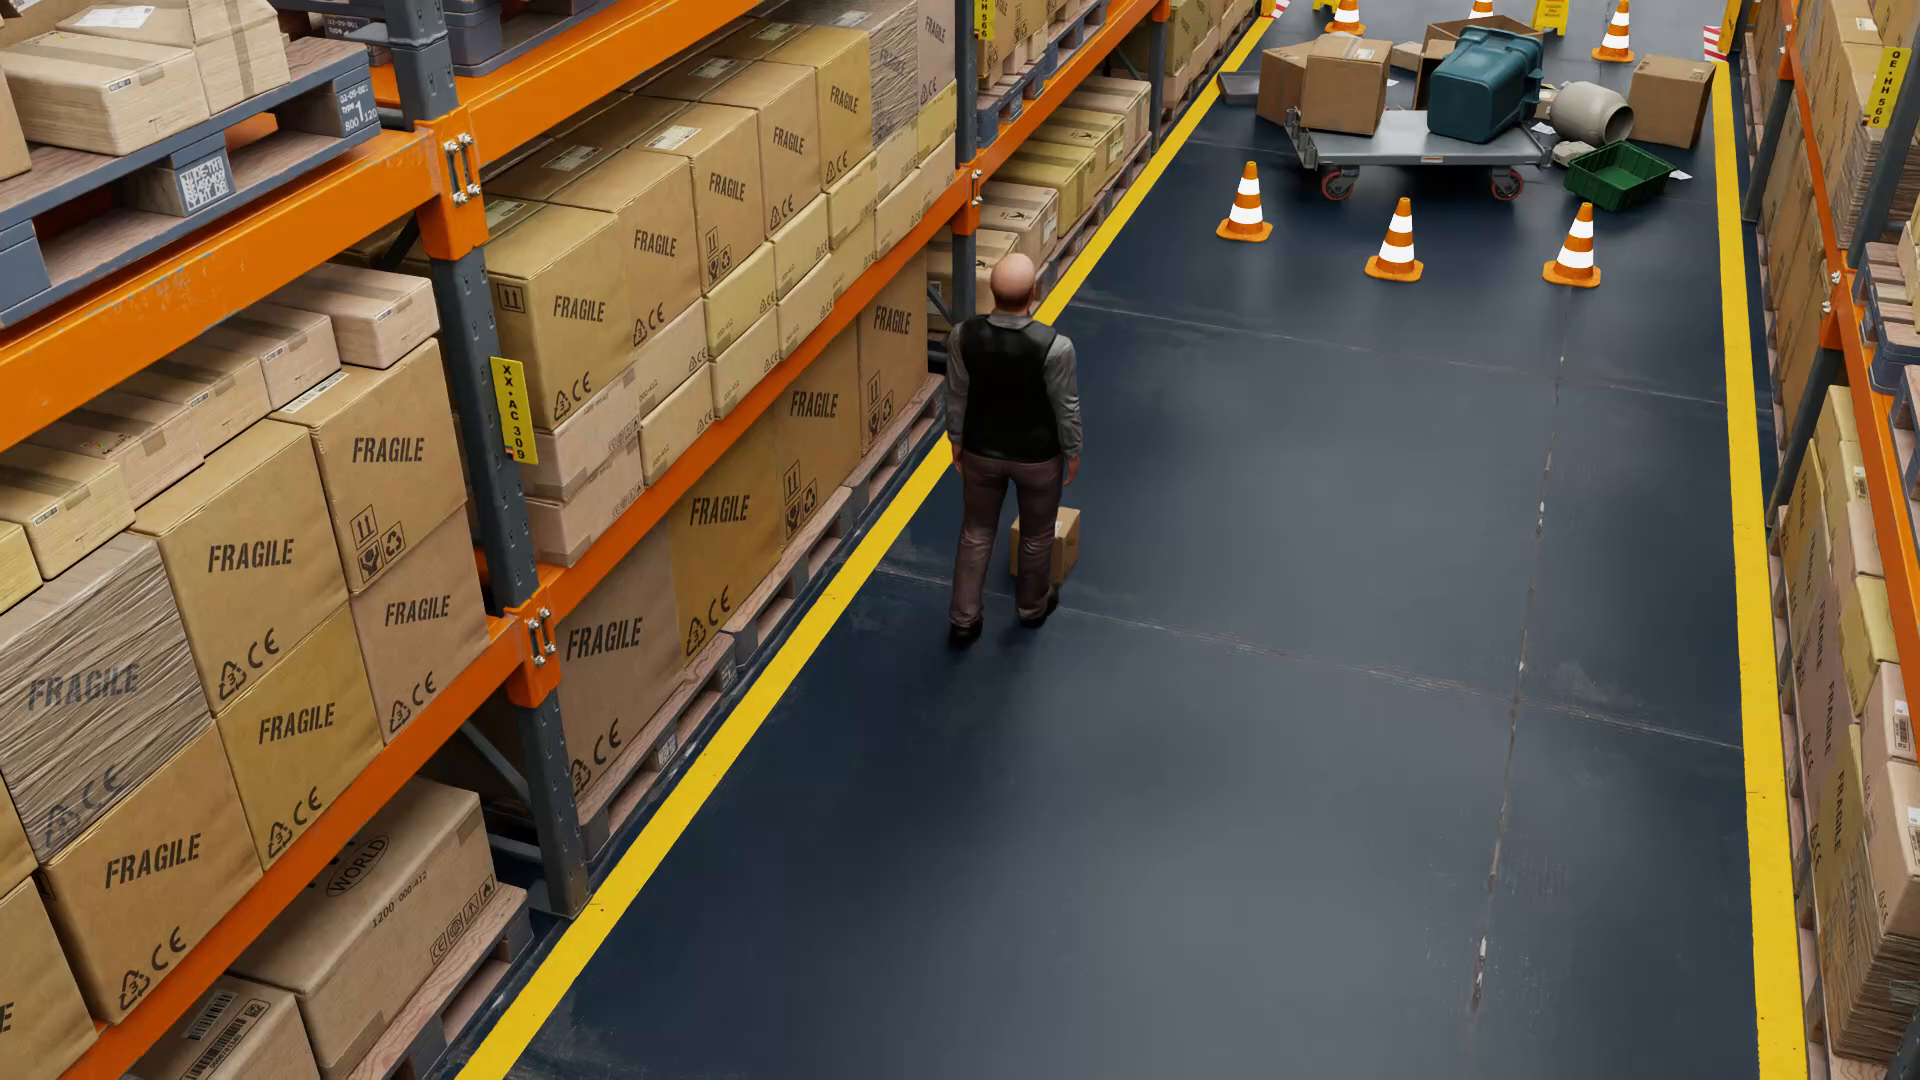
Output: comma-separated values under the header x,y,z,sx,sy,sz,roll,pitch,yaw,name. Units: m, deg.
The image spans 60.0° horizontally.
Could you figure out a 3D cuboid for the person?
x,y,z,sx,sy,sz,roll,pitch,yaw,name
0.224,-0.364,6.718,0.556,1.722,0.554,11,35,17,person
